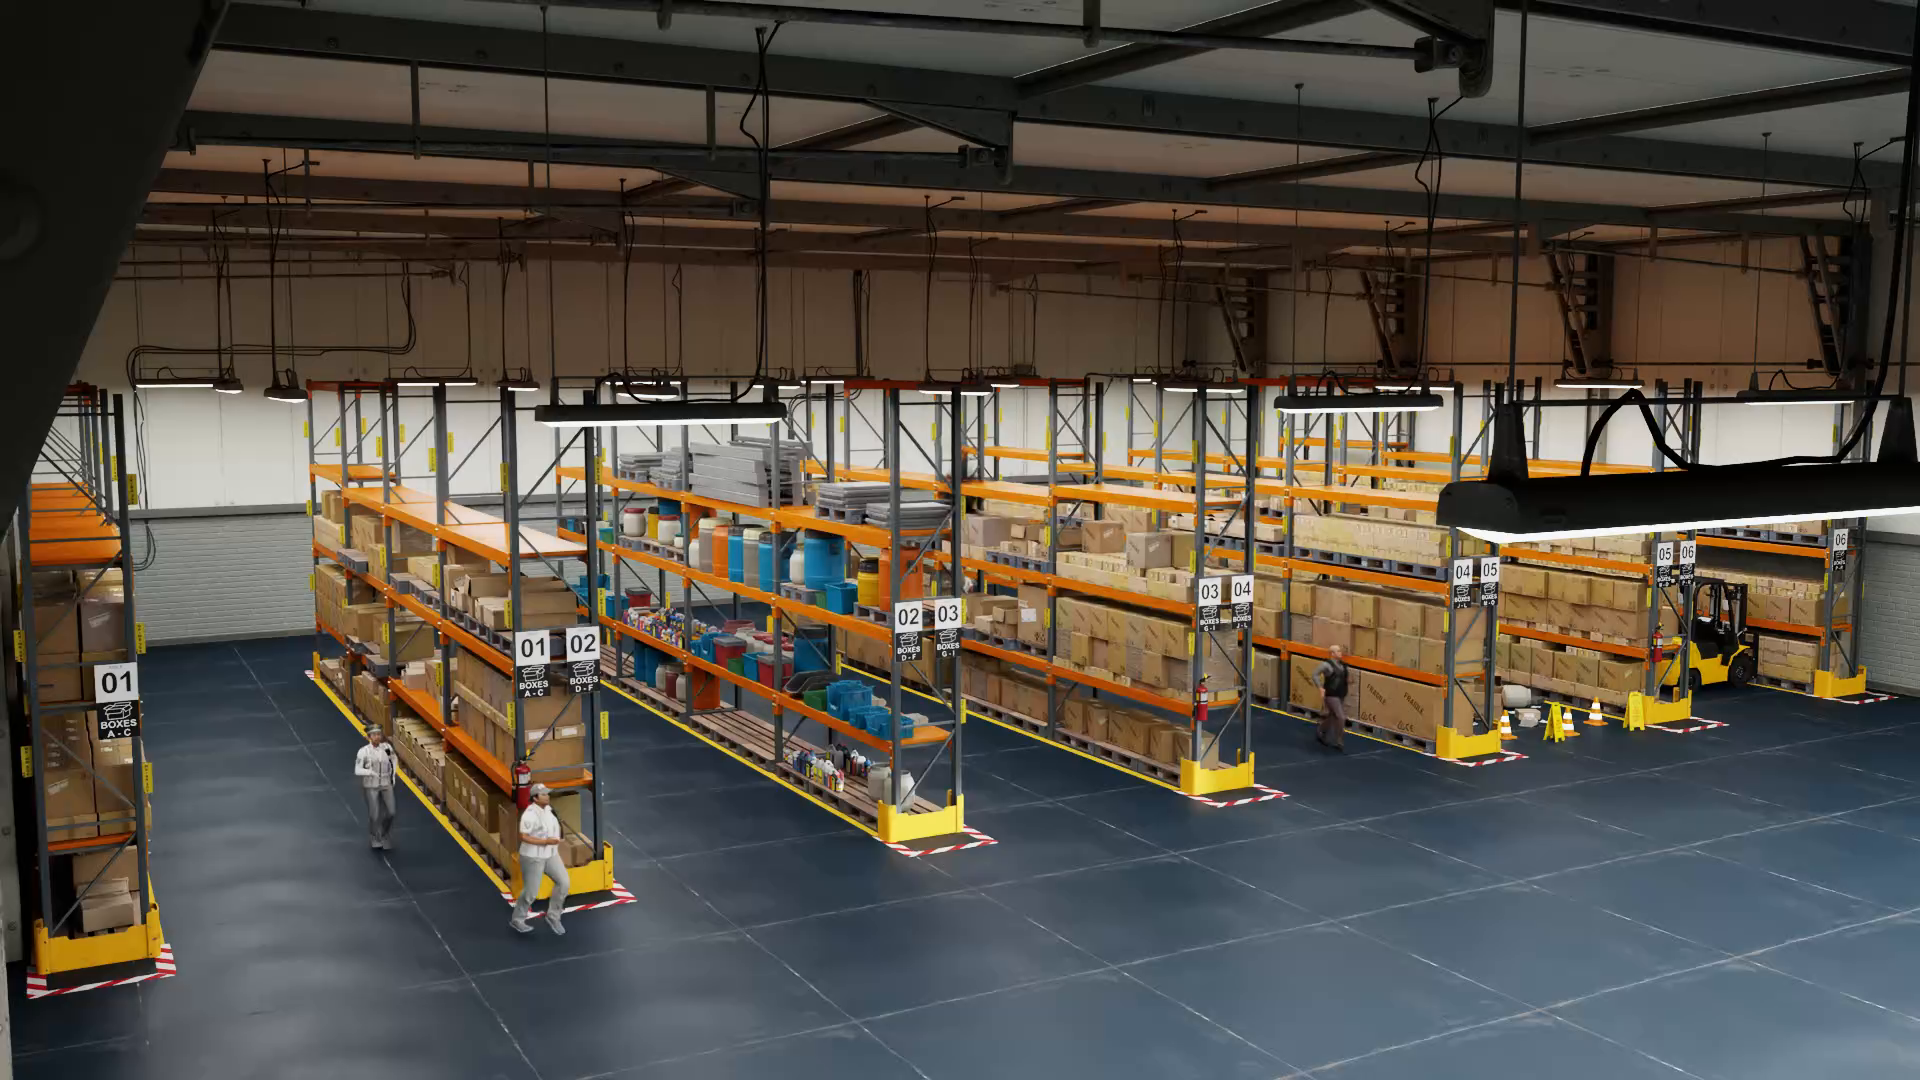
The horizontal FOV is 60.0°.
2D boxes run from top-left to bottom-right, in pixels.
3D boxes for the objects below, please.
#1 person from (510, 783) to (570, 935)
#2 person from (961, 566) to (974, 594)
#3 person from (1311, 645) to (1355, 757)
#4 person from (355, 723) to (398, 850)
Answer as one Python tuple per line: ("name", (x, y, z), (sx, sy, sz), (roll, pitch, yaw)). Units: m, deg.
("person", (-4.662, 3.546, 18.499), (0.627, 1.702, 0.618), (3, 7, 23))
("person", (-0.025, 1.429, 38.129), (0.684, 1.731, 0.663), (-2, 6, -19))
("person", (6.093, 2.589, 27.097), (0.629, 1.774, 0.769), (-6, 8, -44))
("person", (-7.512, 3.211, 21.542), (0.596, 1.685, 0.614), (-4, 7, -33))
